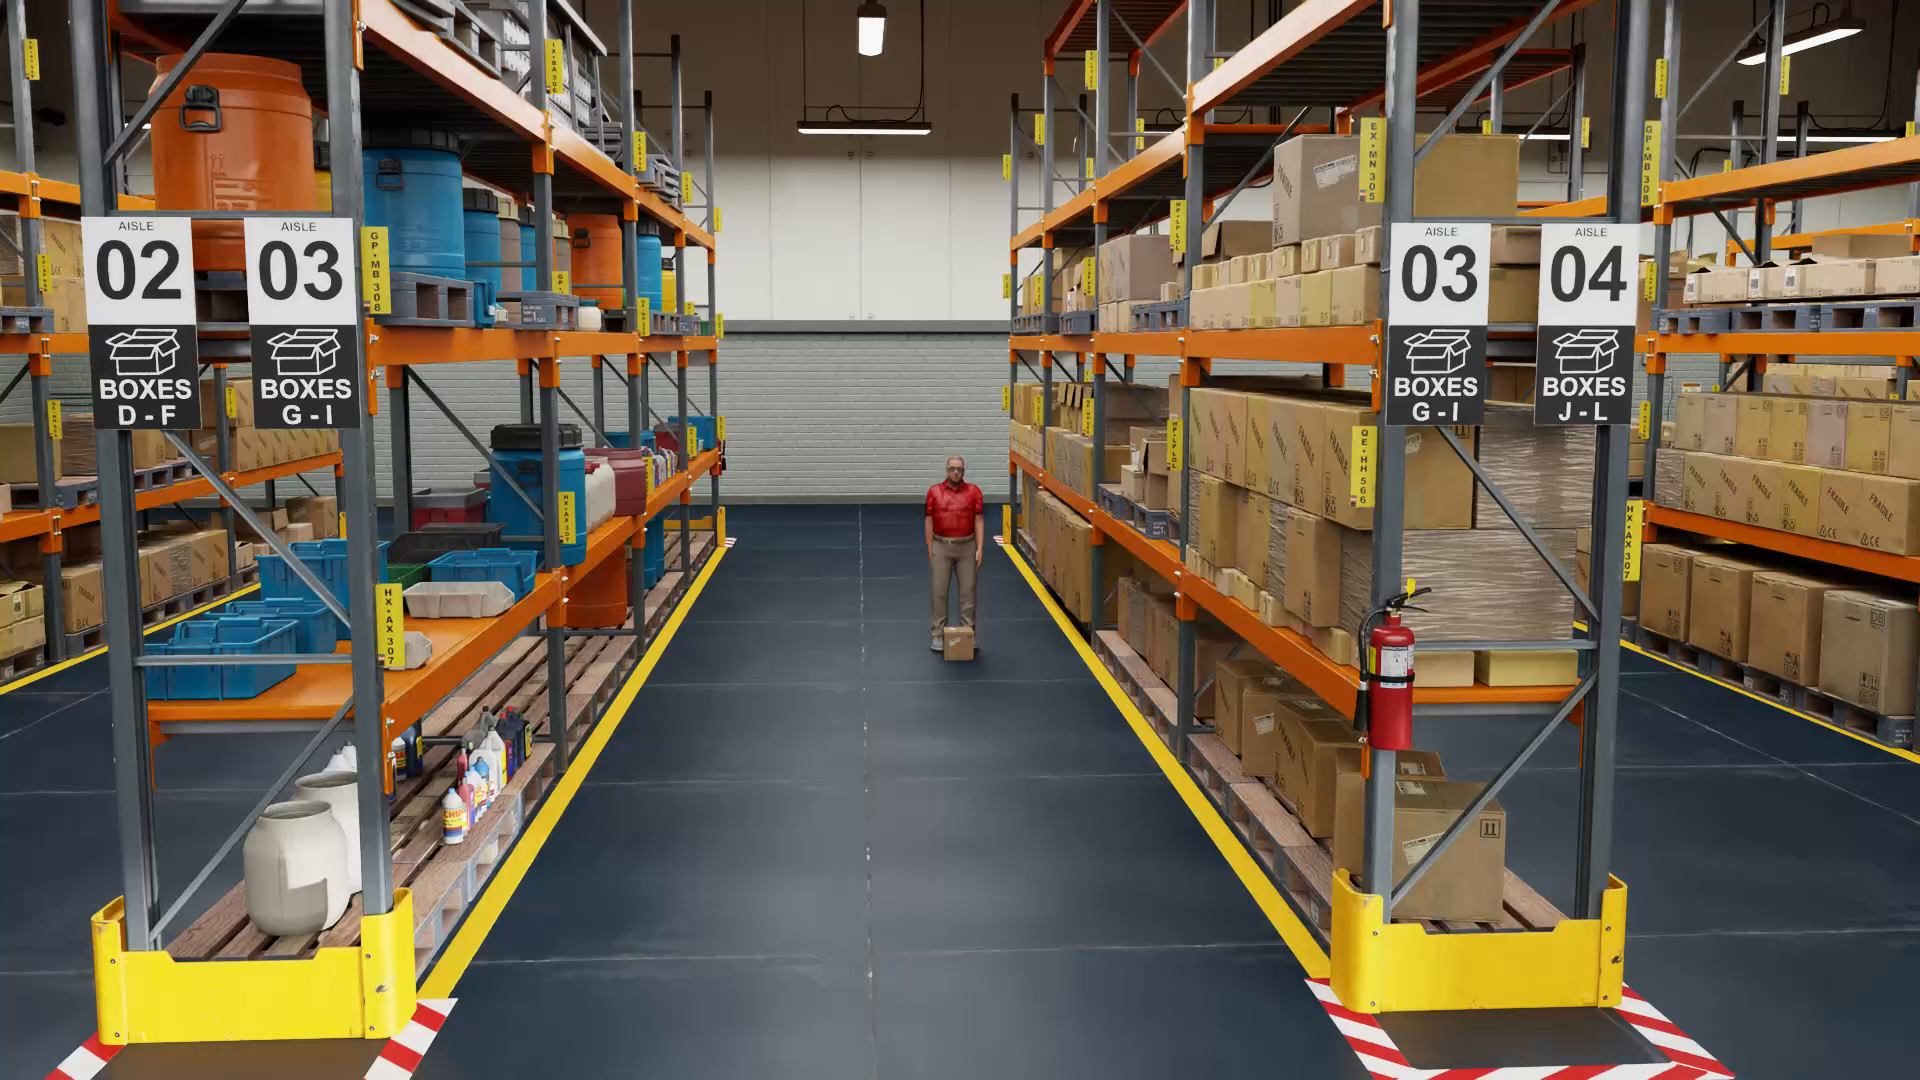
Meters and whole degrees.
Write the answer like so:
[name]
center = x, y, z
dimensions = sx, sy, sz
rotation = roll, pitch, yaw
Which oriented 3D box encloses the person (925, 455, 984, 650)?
[person]
center = -0.045, 0.112, 14.863
dimensions = 0.529, 1.730, 0.370
rotation = 0, 7, -3
